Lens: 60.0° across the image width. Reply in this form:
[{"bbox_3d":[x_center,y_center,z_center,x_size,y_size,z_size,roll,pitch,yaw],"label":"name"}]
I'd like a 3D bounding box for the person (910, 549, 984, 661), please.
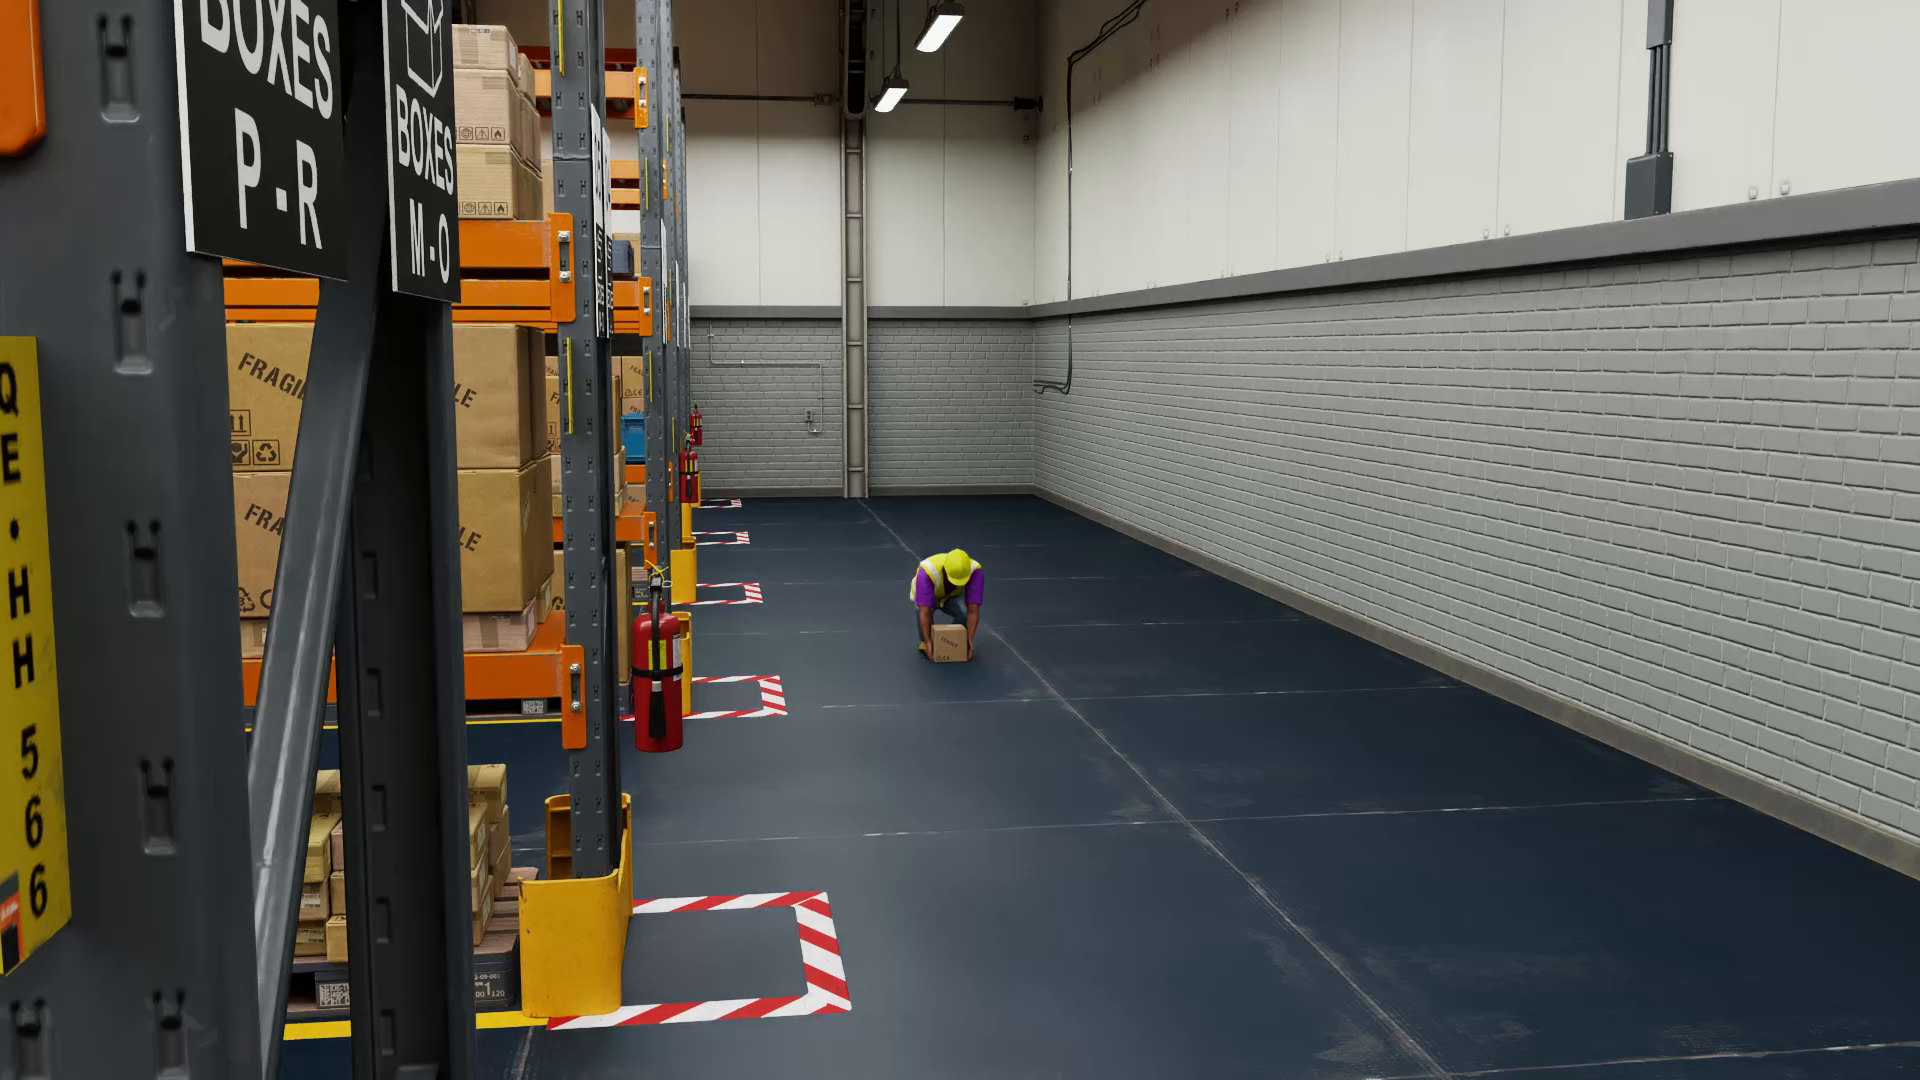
[{"bbox_3d":[-0.096,0.476,13.105,0.549,0.895,0.900,-1,7,-9],"label":"person"}]
